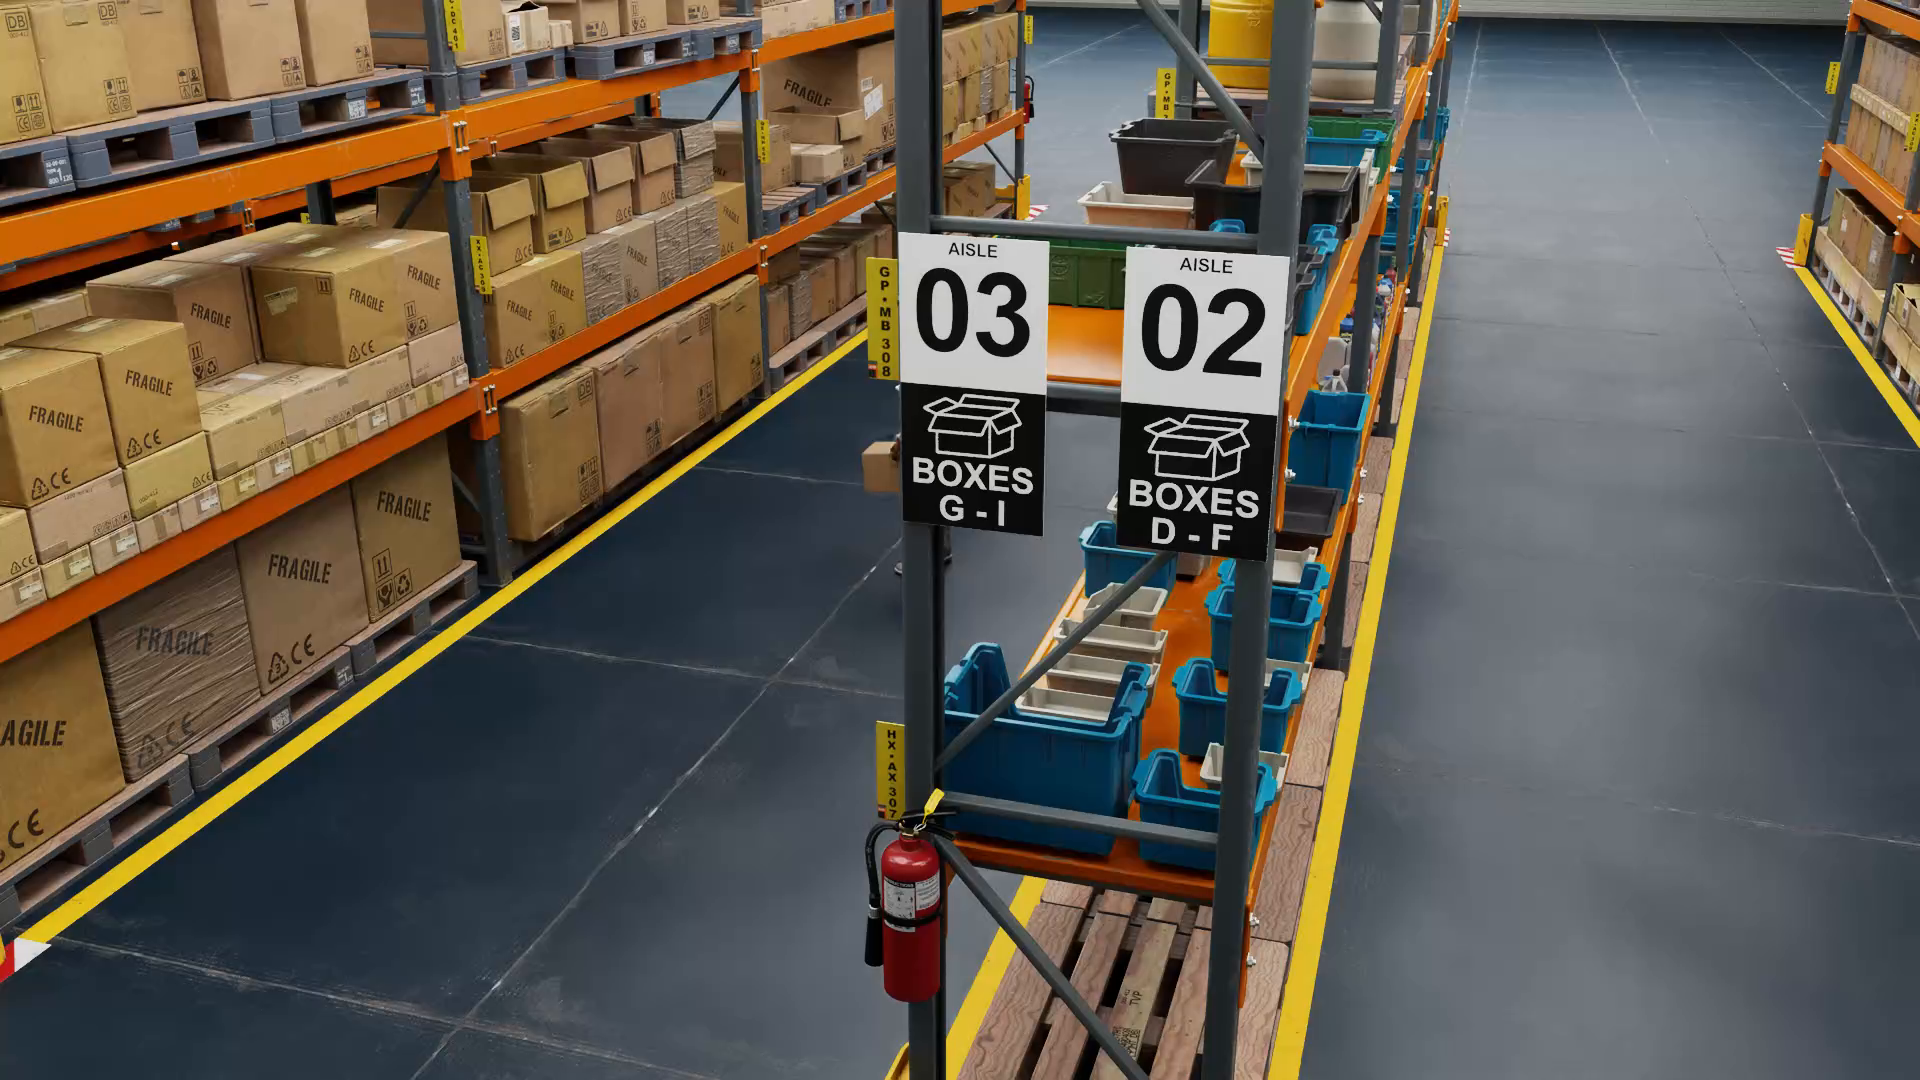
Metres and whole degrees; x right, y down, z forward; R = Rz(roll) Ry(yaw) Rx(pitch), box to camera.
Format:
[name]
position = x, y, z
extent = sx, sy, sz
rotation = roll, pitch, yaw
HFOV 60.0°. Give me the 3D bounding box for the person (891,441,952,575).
[person]
position = -0.198, -0.606, 10.062
extent = 0.377, 1.676, 0.488
rotation = 6, 23, 14
